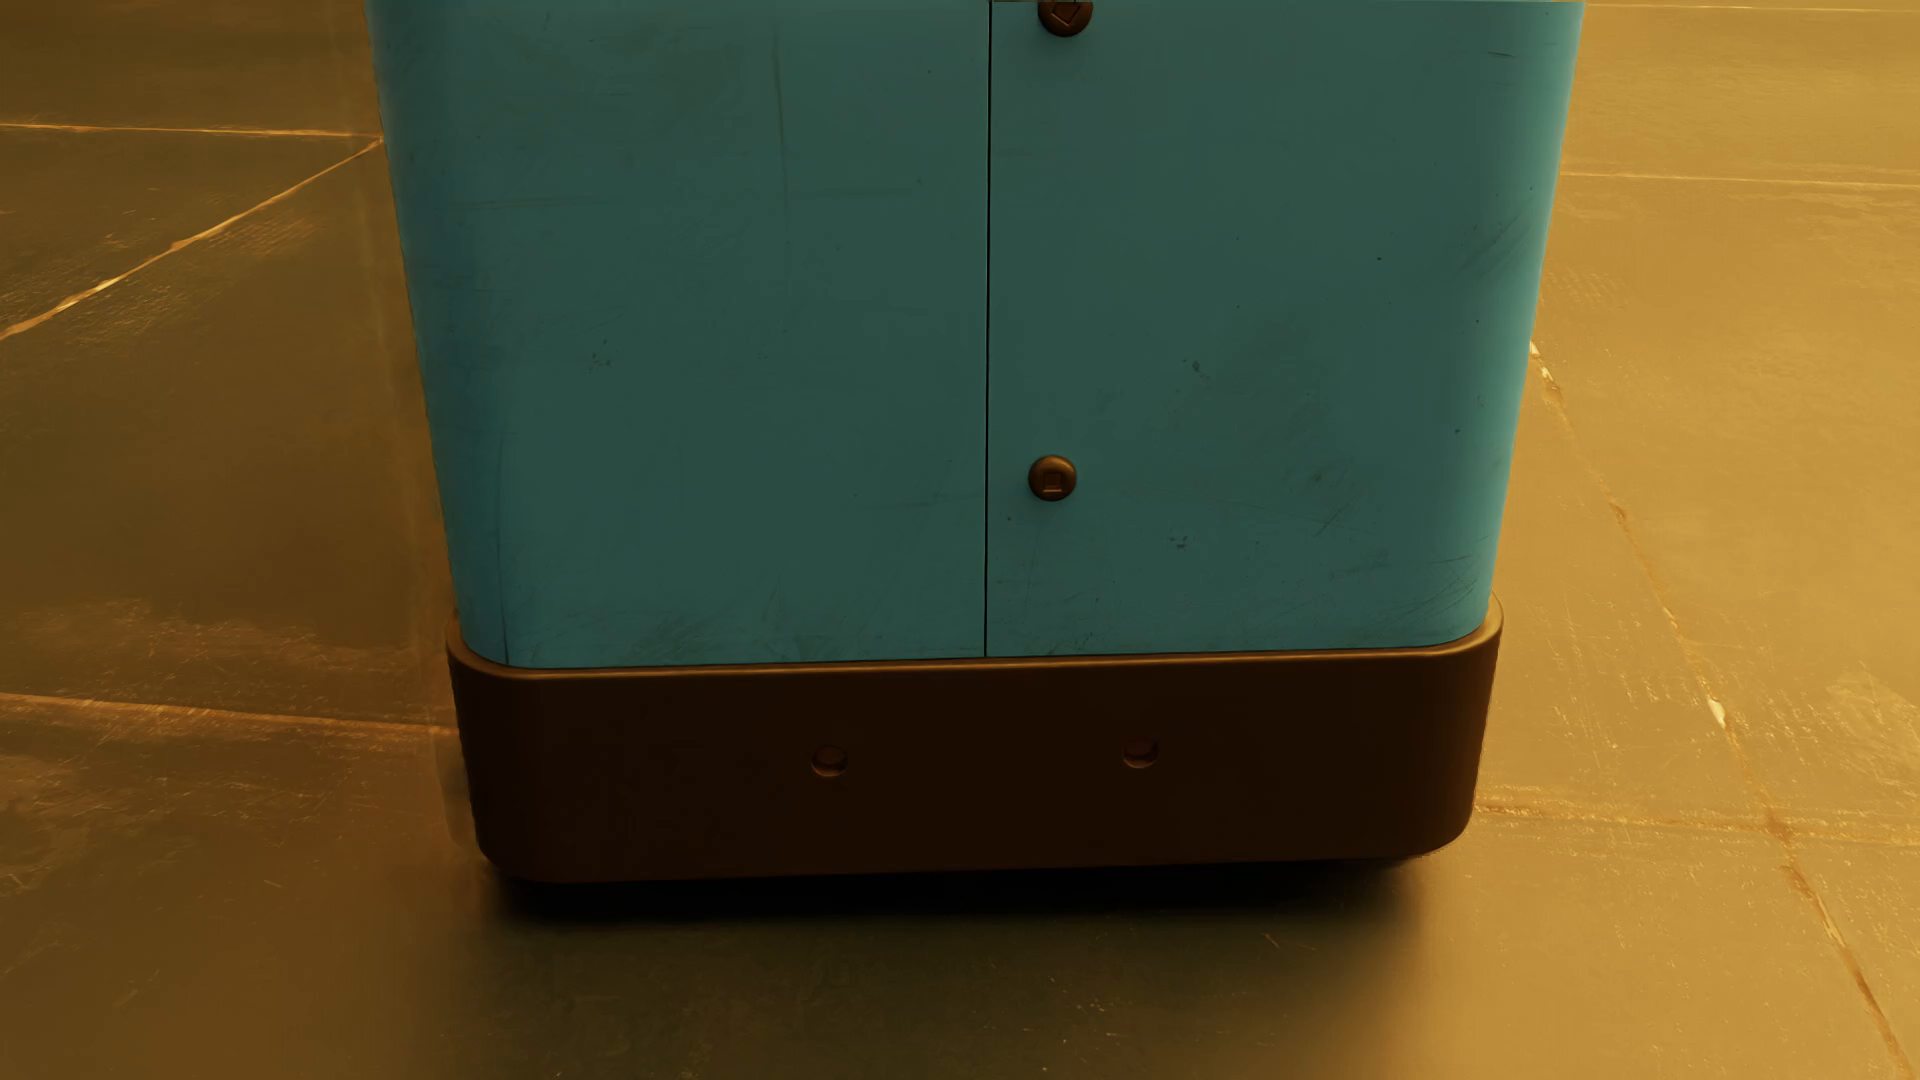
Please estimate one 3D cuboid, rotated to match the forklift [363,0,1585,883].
[{"bbox_3d":[-0.050,-1.590,2.403,1.130,2.935,3.031,-1,27,-3],"label":"forklift"}]
